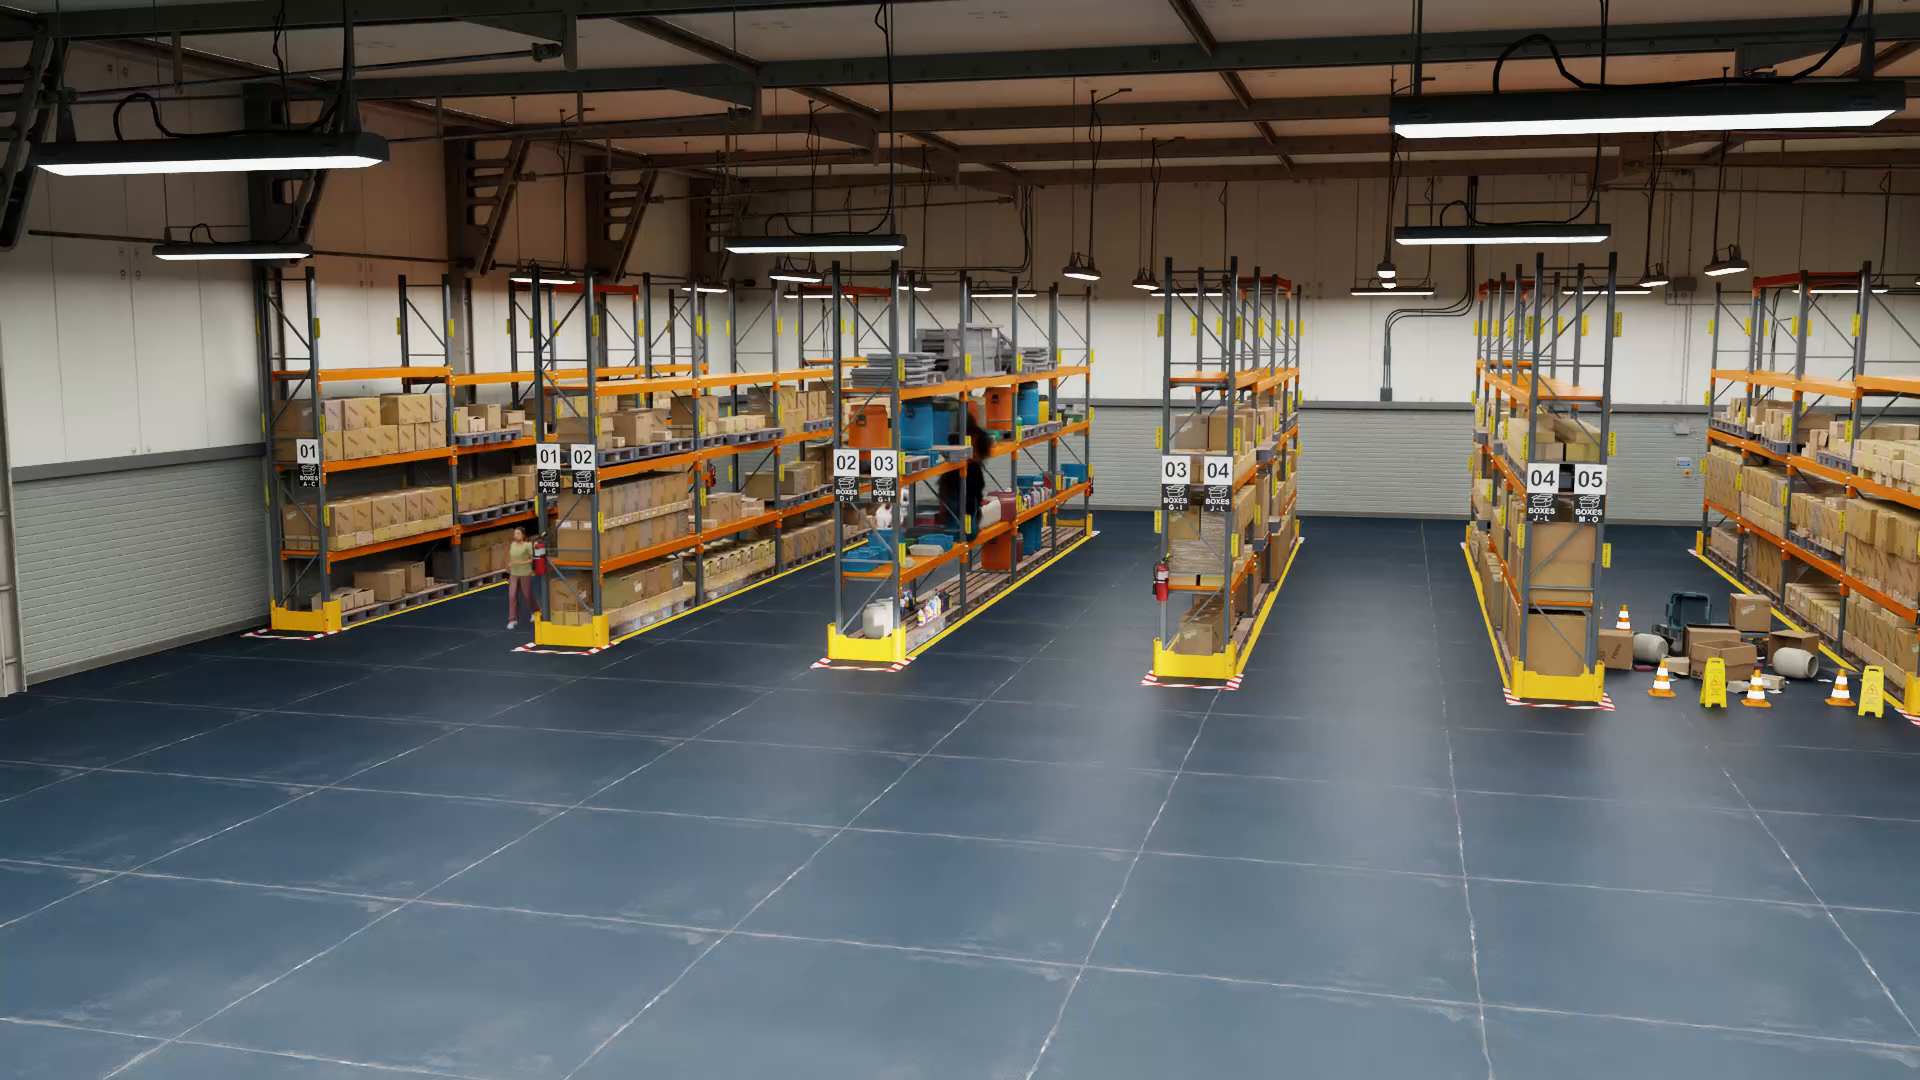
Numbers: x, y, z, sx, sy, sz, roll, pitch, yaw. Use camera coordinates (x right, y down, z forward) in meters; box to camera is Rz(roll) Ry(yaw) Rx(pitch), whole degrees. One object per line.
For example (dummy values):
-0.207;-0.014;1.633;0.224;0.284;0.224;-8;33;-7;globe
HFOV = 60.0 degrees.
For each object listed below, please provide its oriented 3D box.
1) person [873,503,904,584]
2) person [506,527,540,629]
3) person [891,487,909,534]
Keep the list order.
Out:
-1.354;-0.026;31.042;0.620;1.675;0.786;1;7;10;person
-7.384;0.604;28.001;0.574;1.676;0.894;2;7;12;person
-1.343;-0.512;36.761;0.624;1.839;0.972;1;7;11;person
